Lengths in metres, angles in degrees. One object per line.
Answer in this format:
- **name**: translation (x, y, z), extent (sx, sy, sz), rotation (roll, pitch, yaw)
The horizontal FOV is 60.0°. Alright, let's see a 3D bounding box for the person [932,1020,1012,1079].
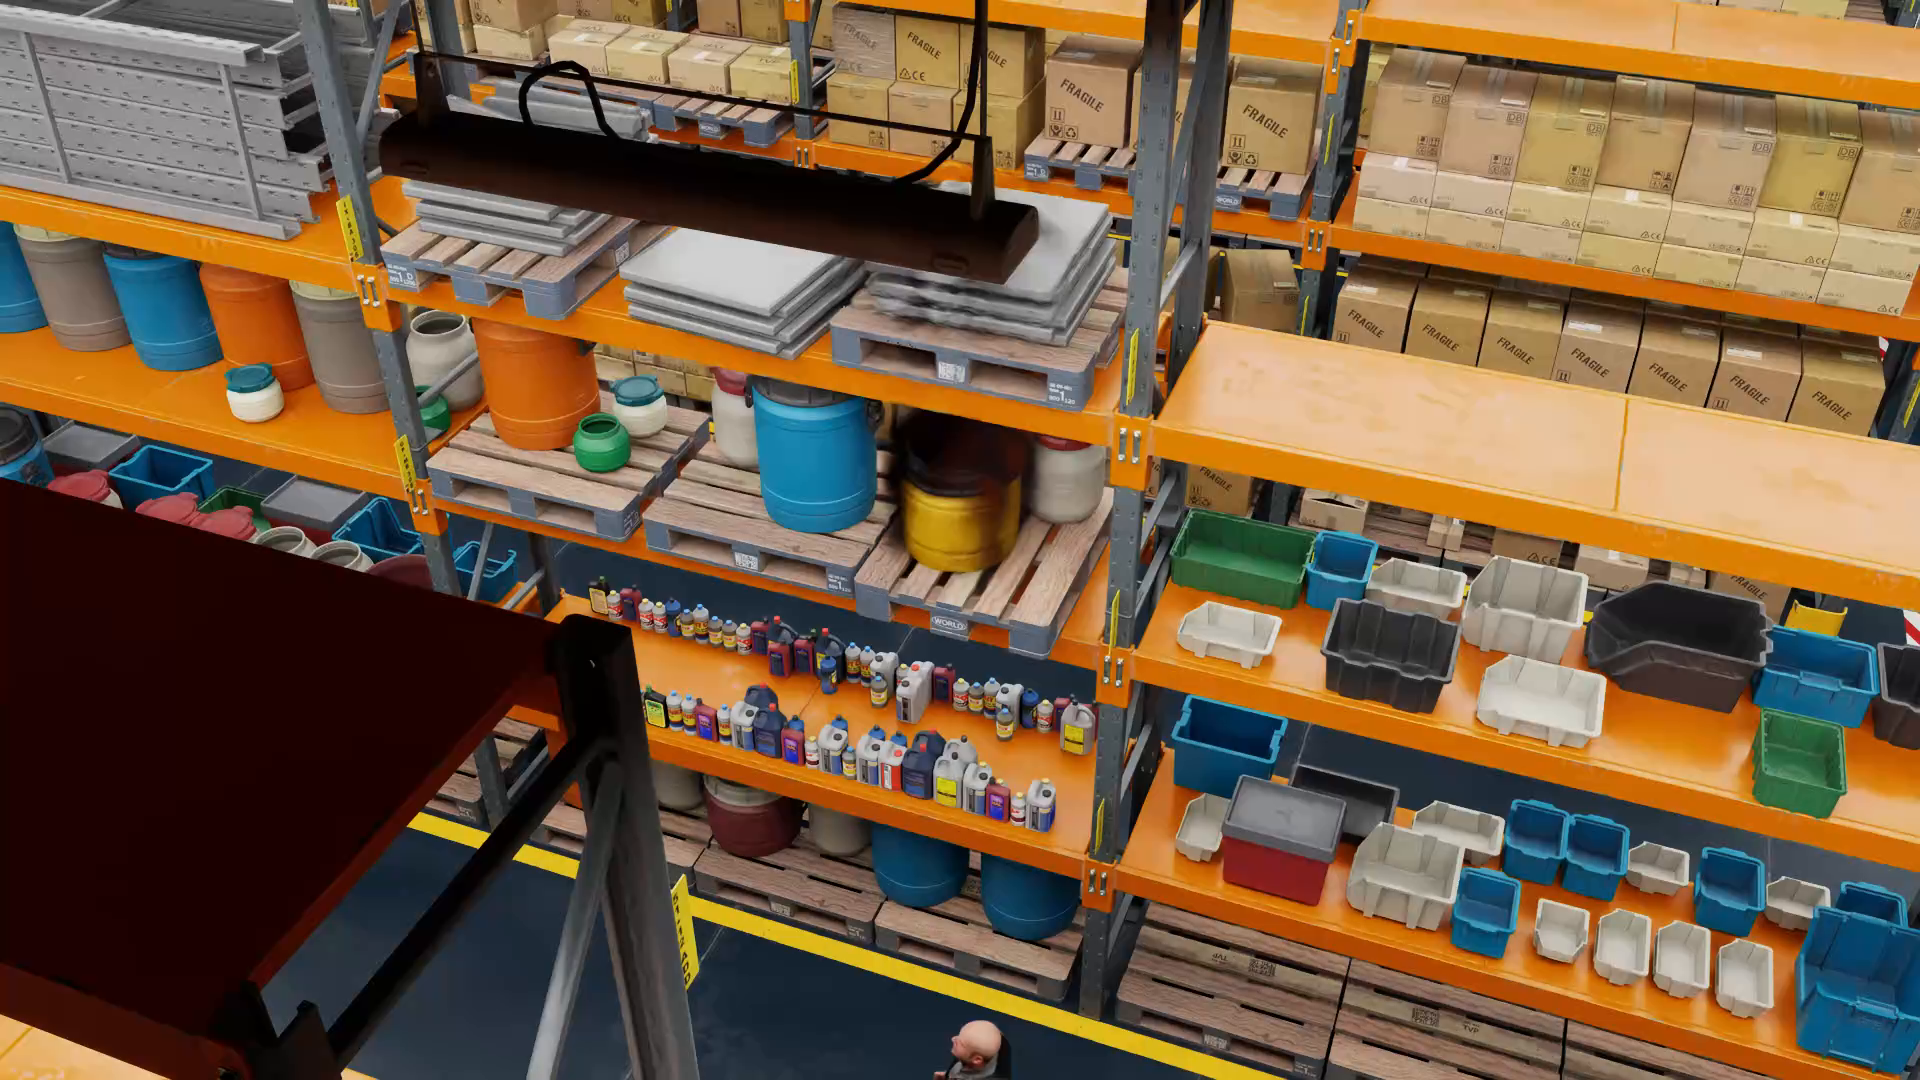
- **person**: translation (0.150, 2.904, 8.078), extent (0.695, 1.675, 0.672), rotation (3, 37, 4)
